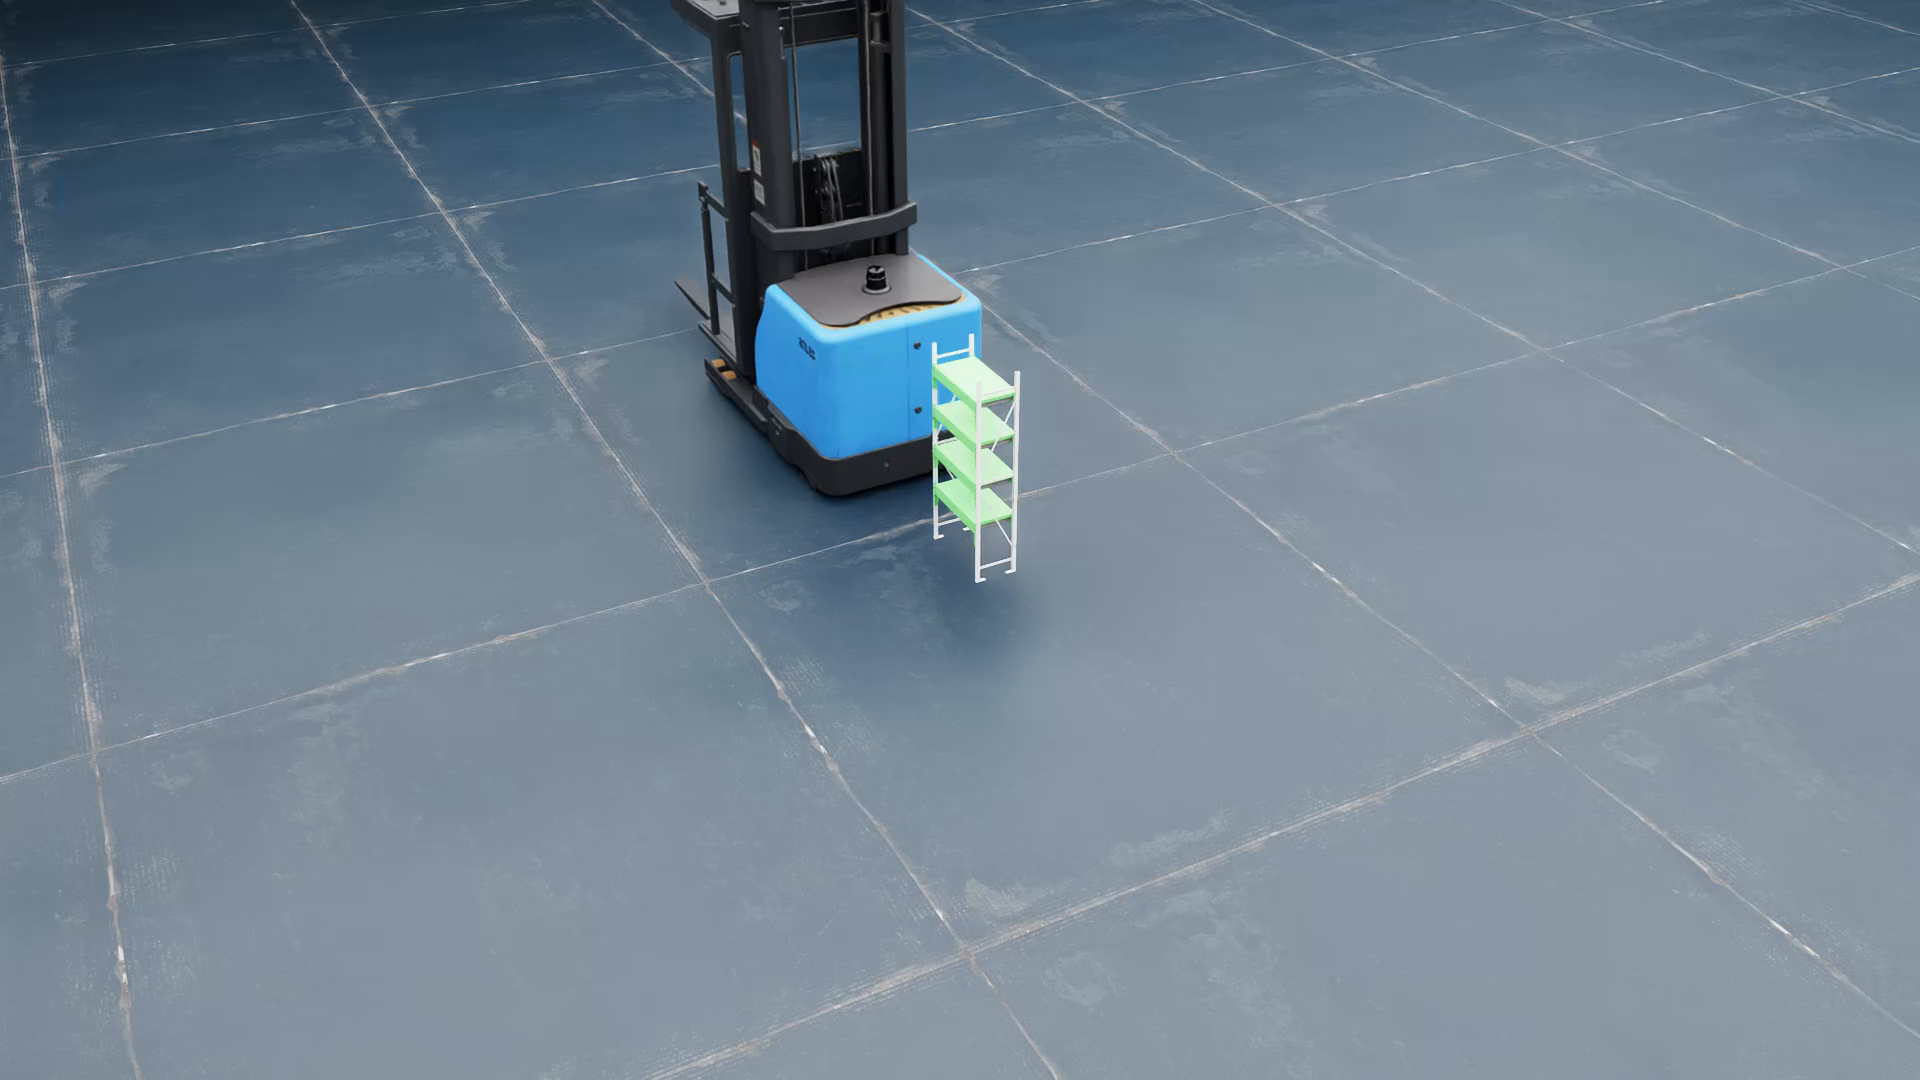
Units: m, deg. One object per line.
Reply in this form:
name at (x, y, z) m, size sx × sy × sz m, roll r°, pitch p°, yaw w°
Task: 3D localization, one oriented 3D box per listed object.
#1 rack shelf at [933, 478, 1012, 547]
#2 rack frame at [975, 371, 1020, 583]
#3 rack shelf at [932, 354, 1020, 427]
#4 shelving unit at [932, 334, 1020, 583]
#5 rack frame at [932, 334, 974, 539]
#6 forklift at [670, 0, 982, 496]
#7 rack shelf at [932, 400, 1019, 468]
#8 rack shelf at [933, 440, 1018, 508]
rack shelf at (0.077, -0.170, 8.967) m, size 0.258 × 0.148 × 0.480 m, roll -16°, pitch 36°, yaw -23°
rack frame at (0.191, -0.310, 8.621) m, size 0.240 × 1.200 × 0.015 m, roll -16°, pitch 36°, yaw -23°
rack shelf at (0.077, -0.777, 8.579) m, size 0.258 × 0.148 × 0.480 m, roll -16°, pitch 36°, yaw -23°
shelving unit at (0.077, -0.426, 8.803) m, size 0.258 × 1.200 × 0.503 m, roll -16°, pitch 36°, yaw -23°
rack frame at (-0.037, -0.543, 8.985) m, size 0.240 × 1.200 × 0.015 m, roll -16°, pitch 36°, yaw -23°
forklift at (-1.002, -2.259, 10.058) m, size 1.130 × 2.935 × 3.031 m, roll -16°, pitch 36°, yaw -23°
rack shelf at (0.077, -0.574, 8.708) m, size 0.258 × 0.148 × 0.480 m, roll -16°, pitch 36°, yaw -23°
rack shelf at (0.077, -0.372, 8.837) m, size 0.258 × 0.148 × 0.480 m, roll -16°, pitch 36°, yaw -23°
